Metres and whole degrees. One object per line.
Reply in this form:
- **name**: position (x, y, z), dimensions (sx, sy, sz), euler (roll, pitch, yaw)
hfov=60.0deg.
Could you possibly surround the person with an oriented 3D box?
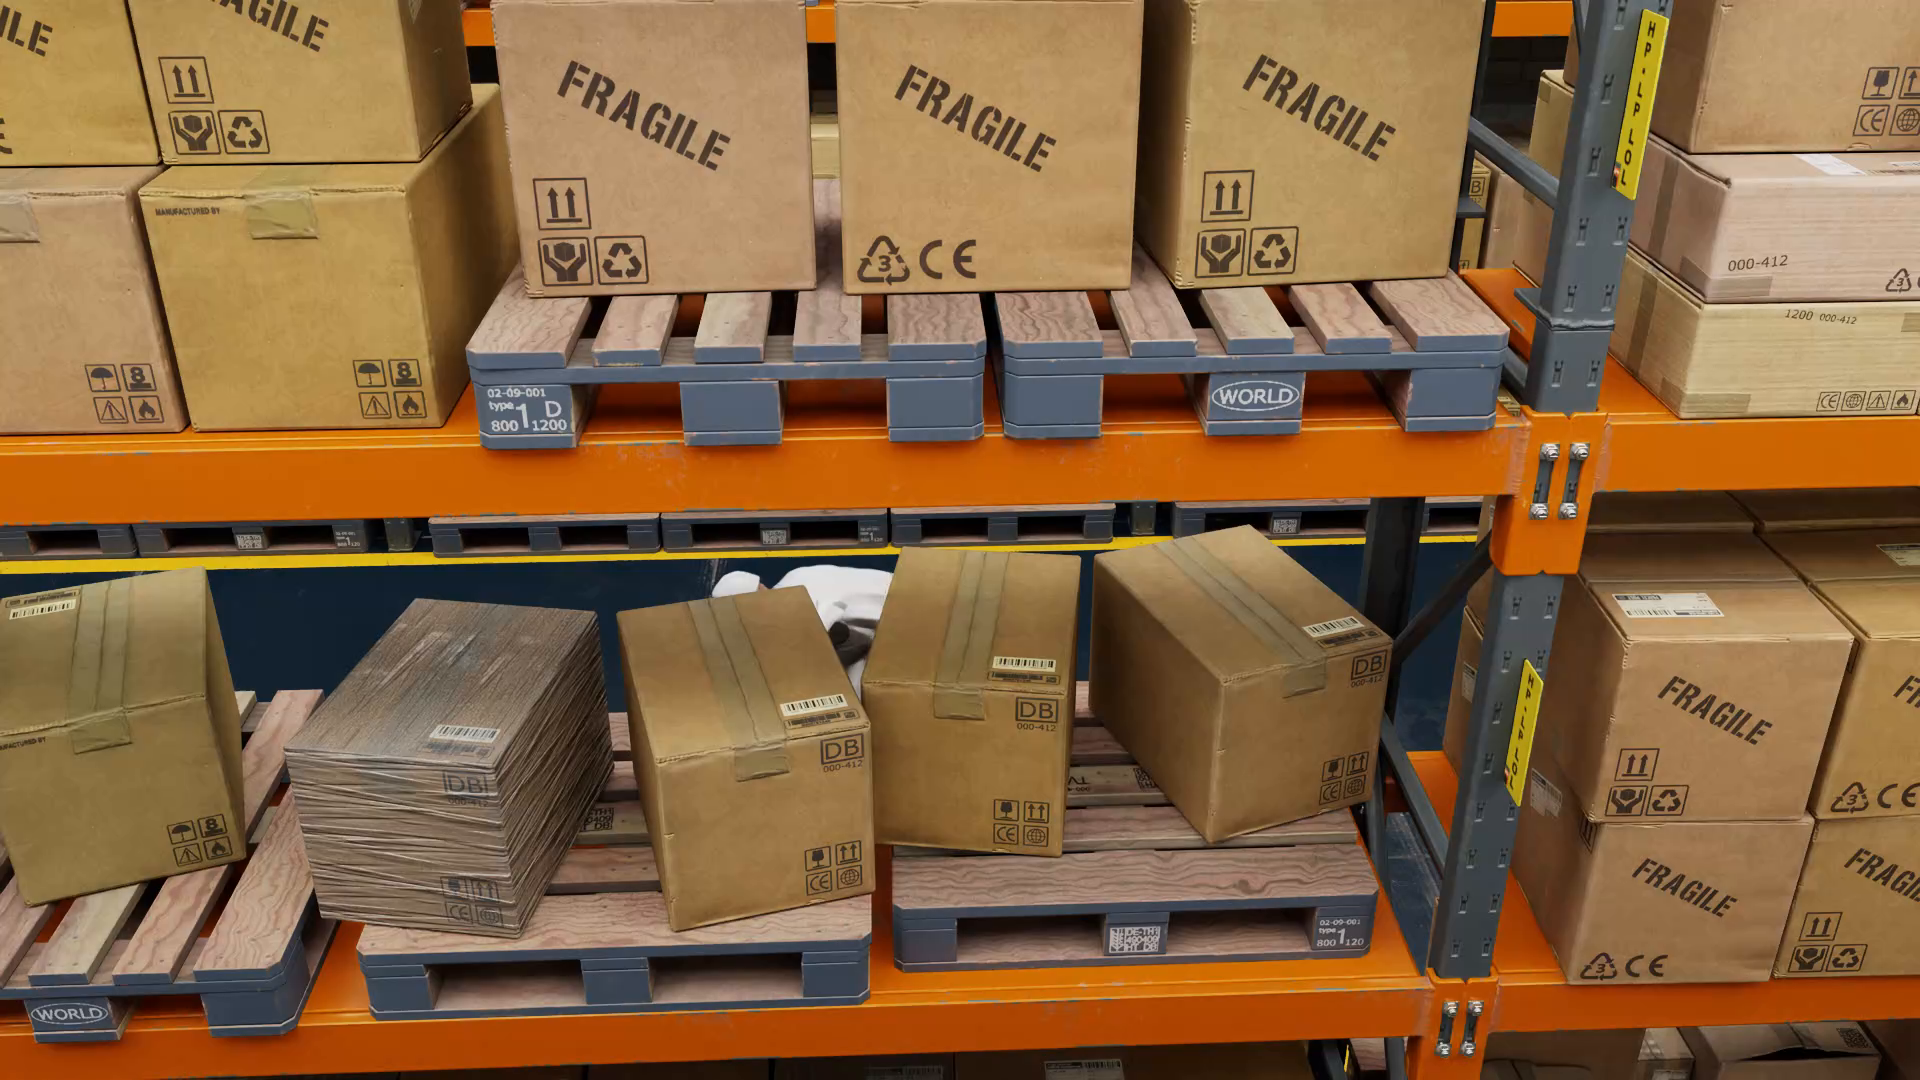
- **person**: position (-0.526, 0.547, 6.911), dimensions (0.946, 0.985, 0.536), euler (-2, 27, -5)
